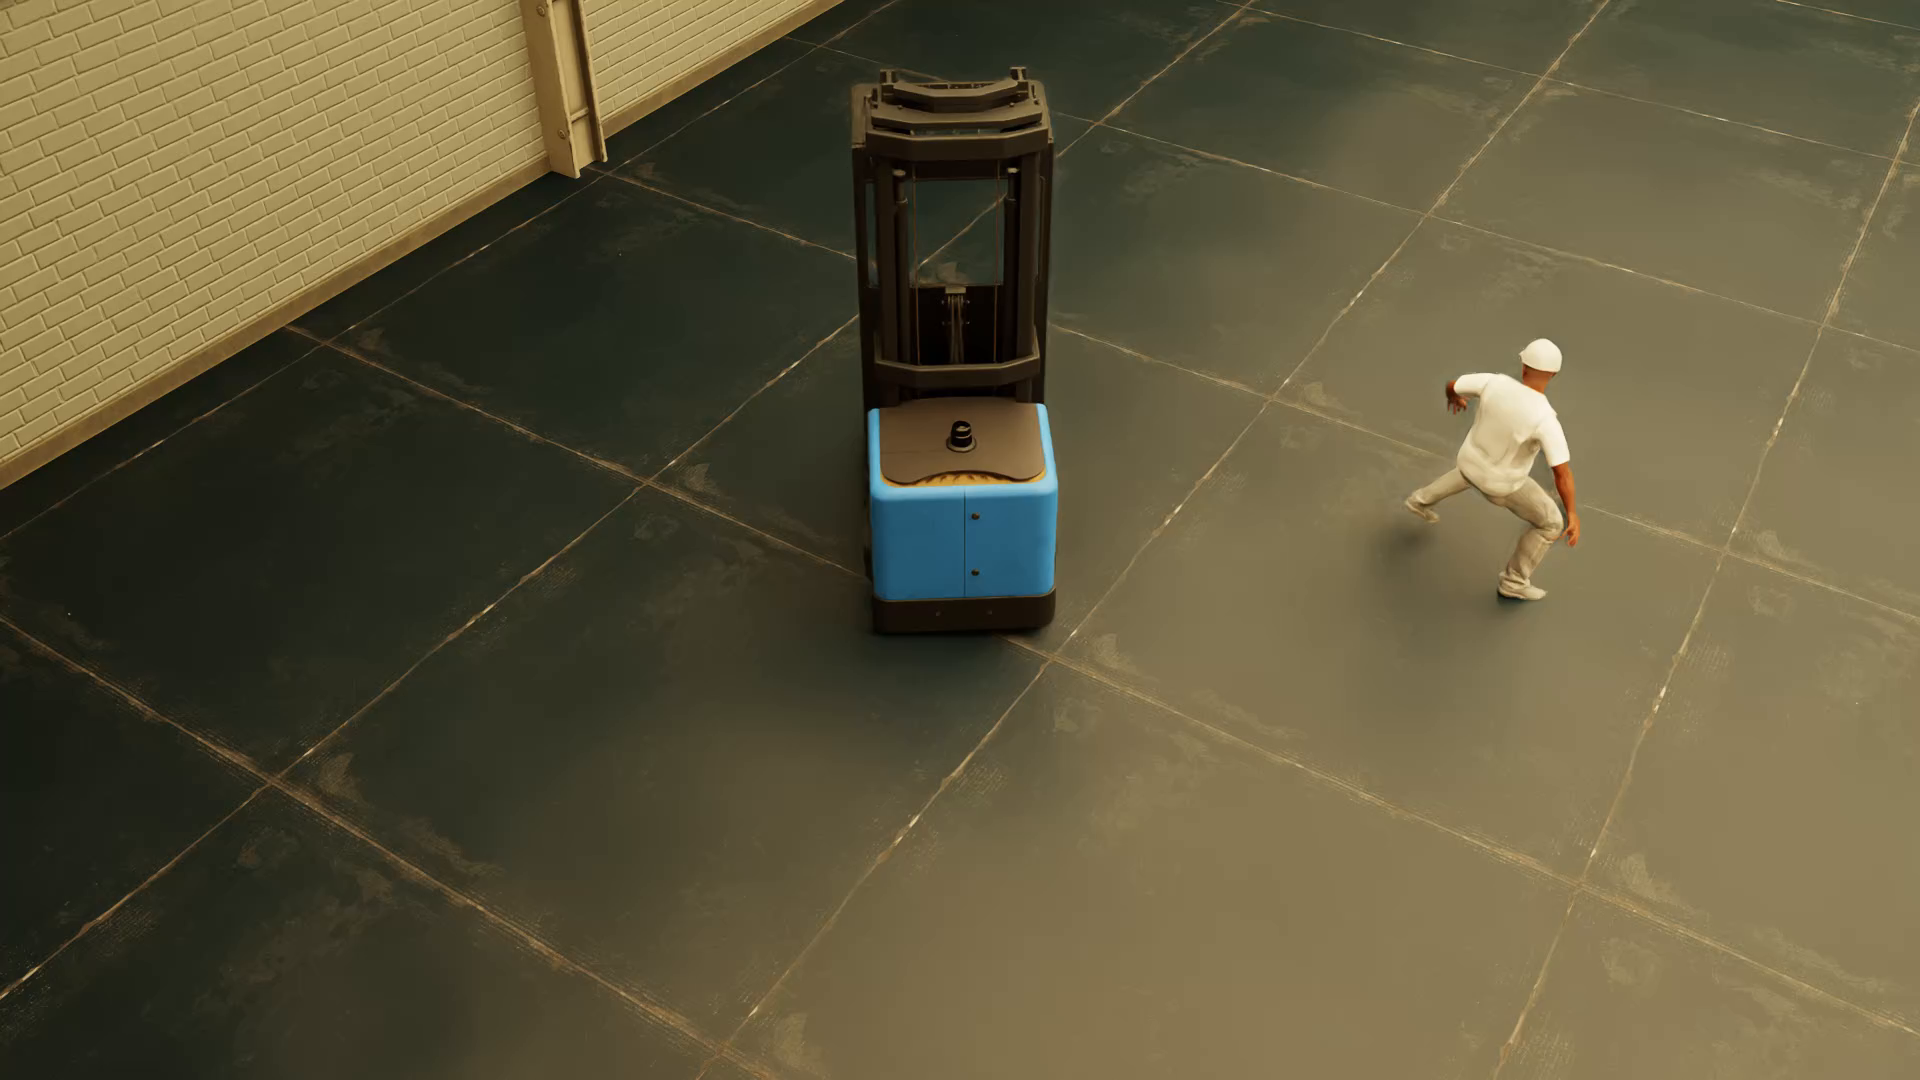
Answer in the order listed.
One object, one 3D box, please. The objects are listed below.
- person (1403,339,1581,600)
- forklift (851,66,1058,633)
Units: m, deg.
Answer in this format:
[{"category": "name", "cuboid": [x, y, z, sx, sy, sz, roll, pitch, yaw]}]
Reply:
[{"category": "person", "cuboid": [3.152, -0.411, 9.508, 0.512, 1.639, 1.193, -18, 43, -20]}, {"category": "forklift", "cuboid": [-0.053, -1.526, 9.768, 1.130, 2.935, 3.031, -2, 40, -2]}]
